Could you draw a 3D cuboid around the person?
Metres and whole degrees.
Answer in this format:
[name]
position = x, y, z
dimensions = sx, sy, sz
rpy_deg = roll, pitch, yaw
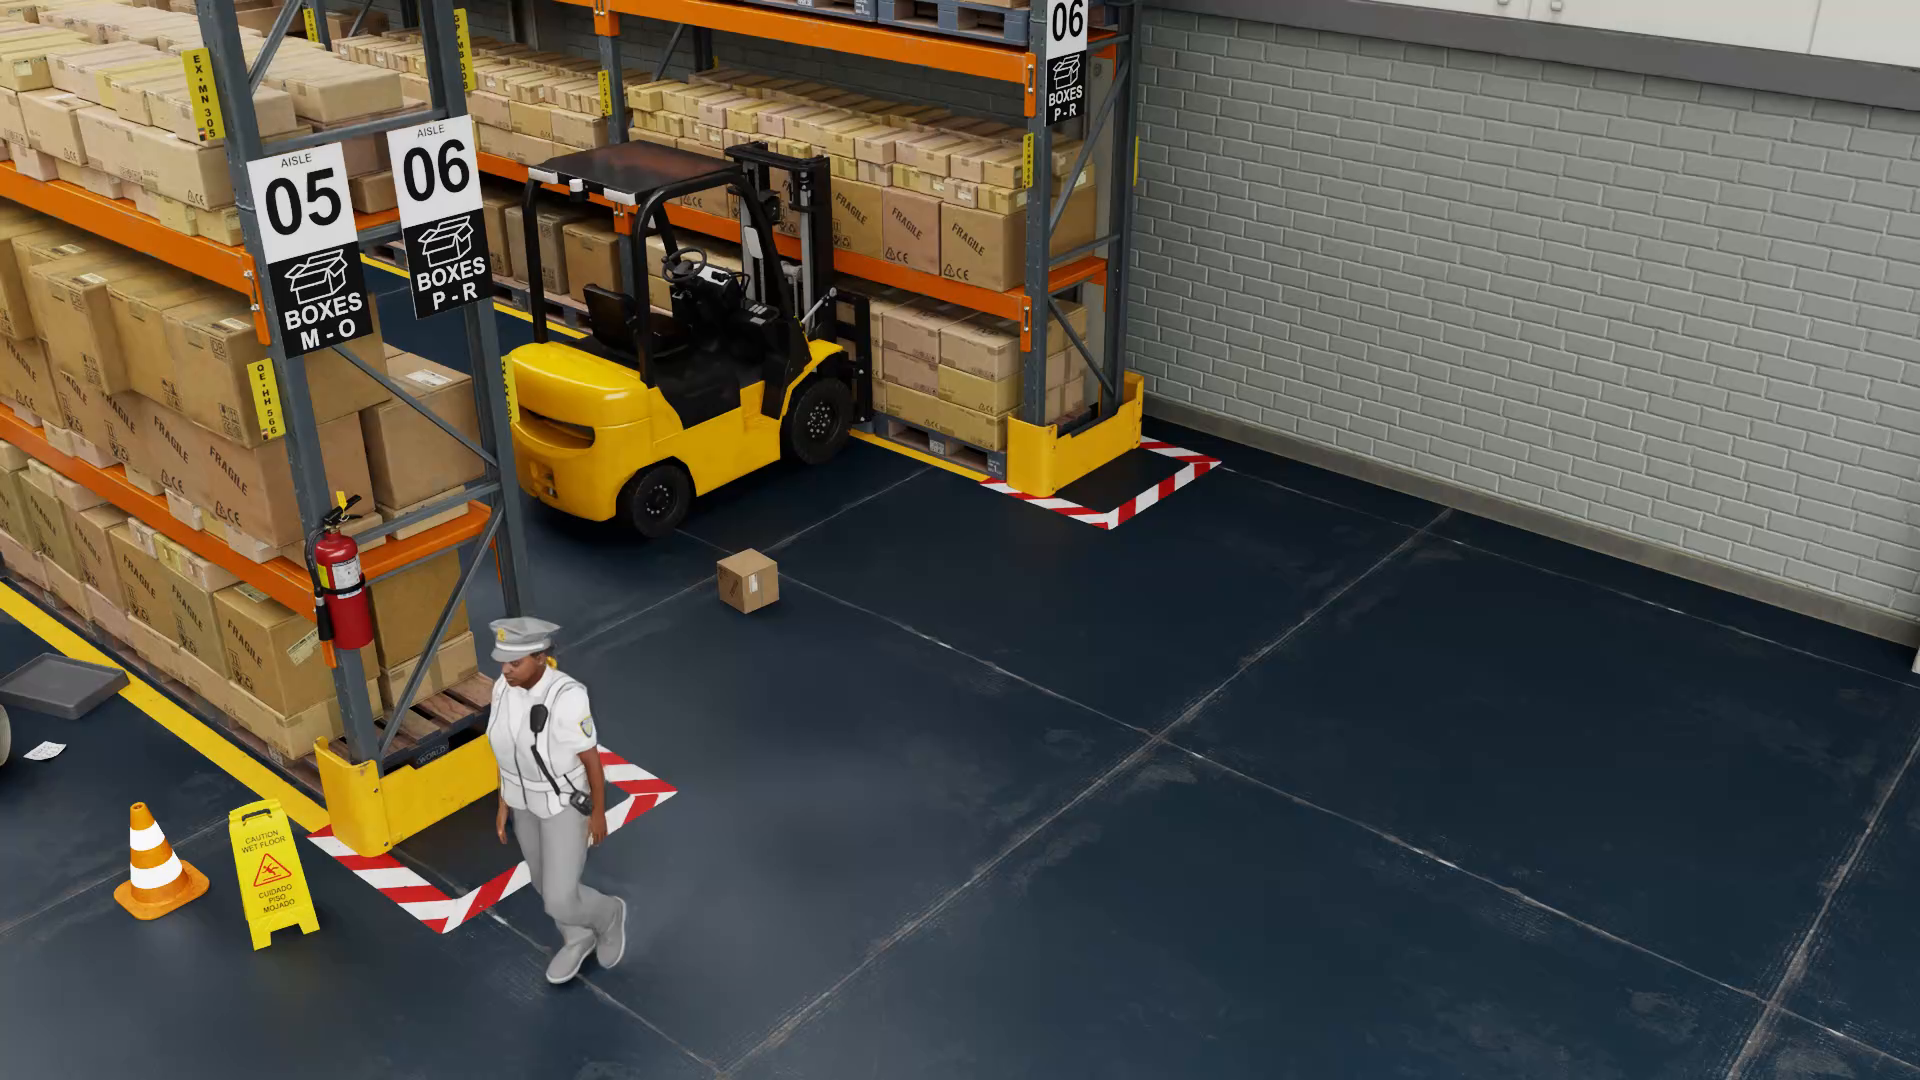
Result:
[person]
position = -1.645, 1.067, 6.514
dimensions = 0.458, 1.695, 0.433
rpy_deg = 14, 31, 25
